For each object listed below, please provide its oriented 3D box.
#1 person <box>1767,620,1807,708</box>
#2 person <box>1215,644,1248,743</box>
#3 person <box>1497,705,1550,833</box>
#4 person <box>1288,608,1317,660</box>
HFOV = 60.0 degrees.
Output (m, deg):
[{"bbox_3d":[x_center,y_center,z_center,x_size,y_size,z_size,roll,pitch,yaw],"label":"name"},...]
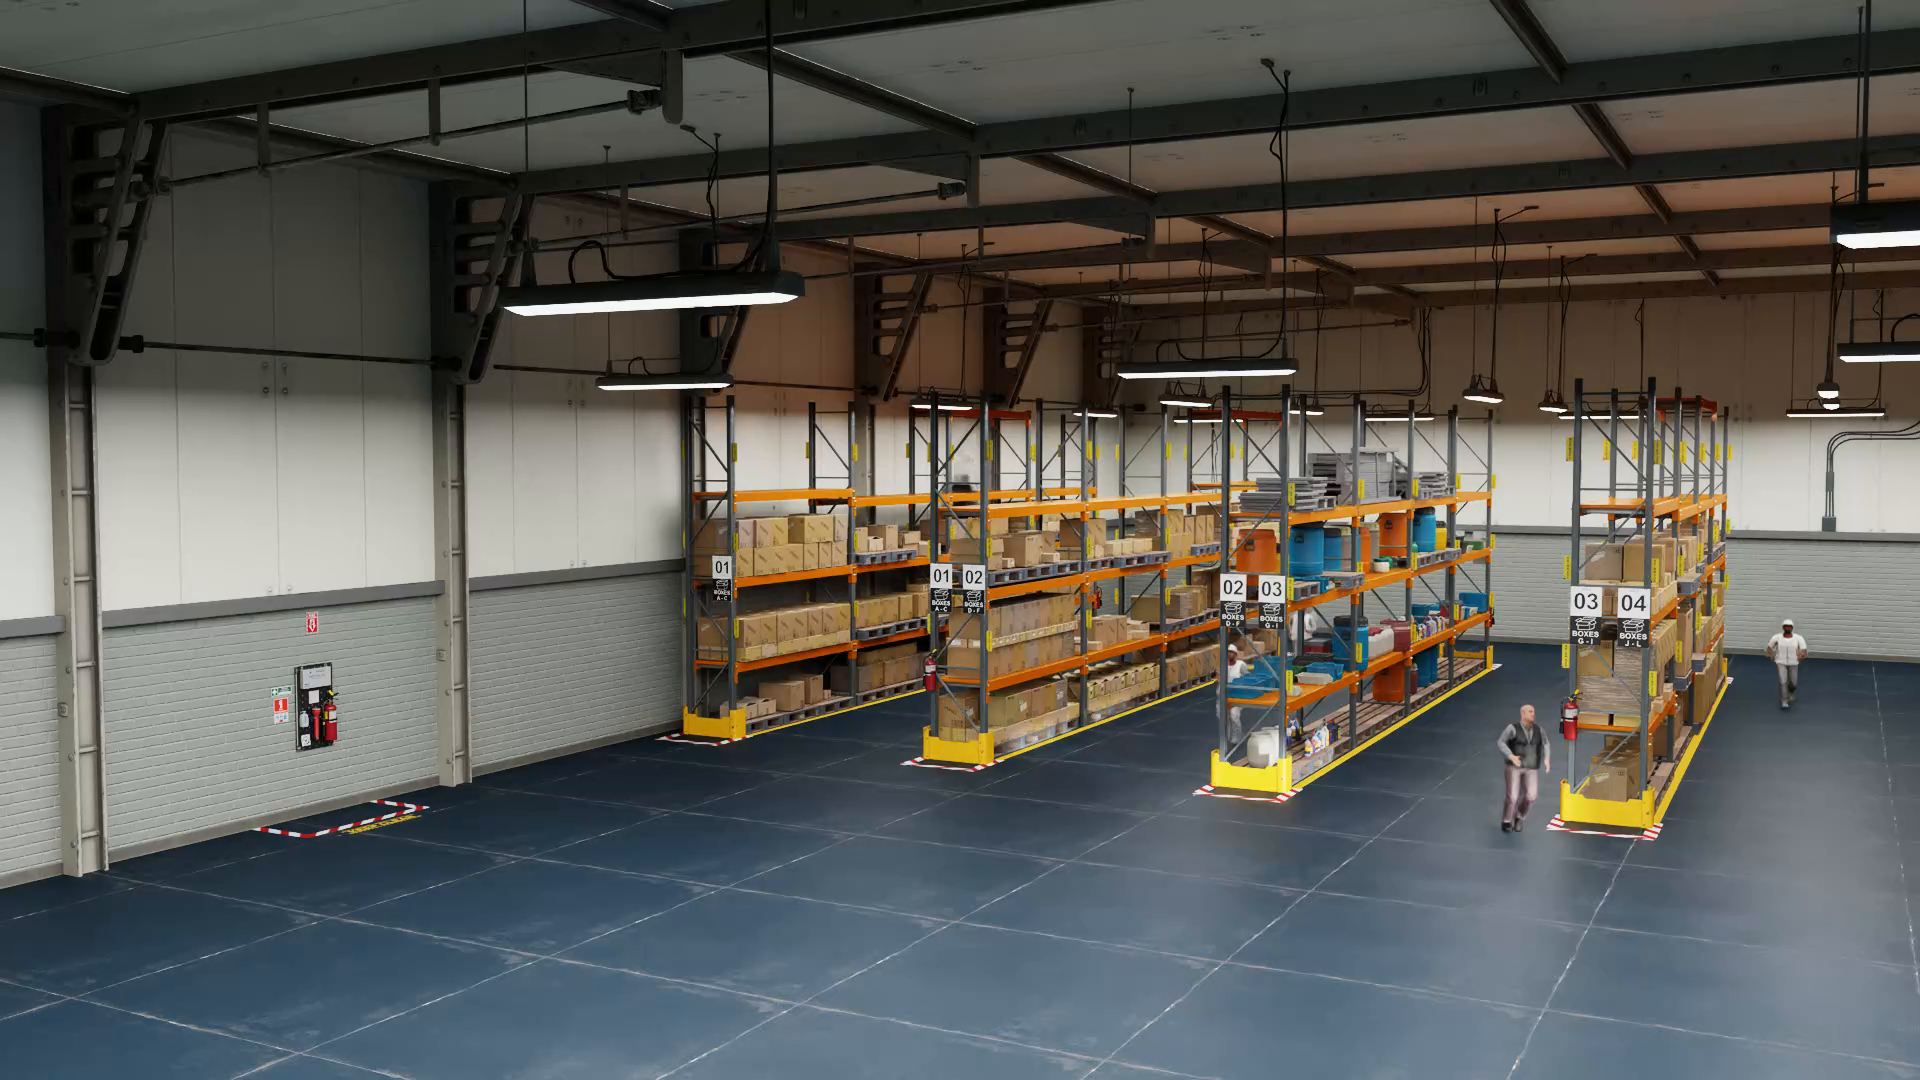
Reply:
[{"bbox_3d":[16.226,2.423,32.649,0.705,1.723,0.704,1,3,23],"label":"person"},{"bbox_3d":[4.618,2.634,28.360,0.609,1.722,0.738,1,3,25],"label":"person"},{"bbox_3d":[7.421,3.009,21.820,0.727,1.680,0.570,0,3,2],"label":"person"},{"bbox_3d":[7.521,2.201,36.642,0.669,1.745,0.868,1,3,19],"label":"person"}]
